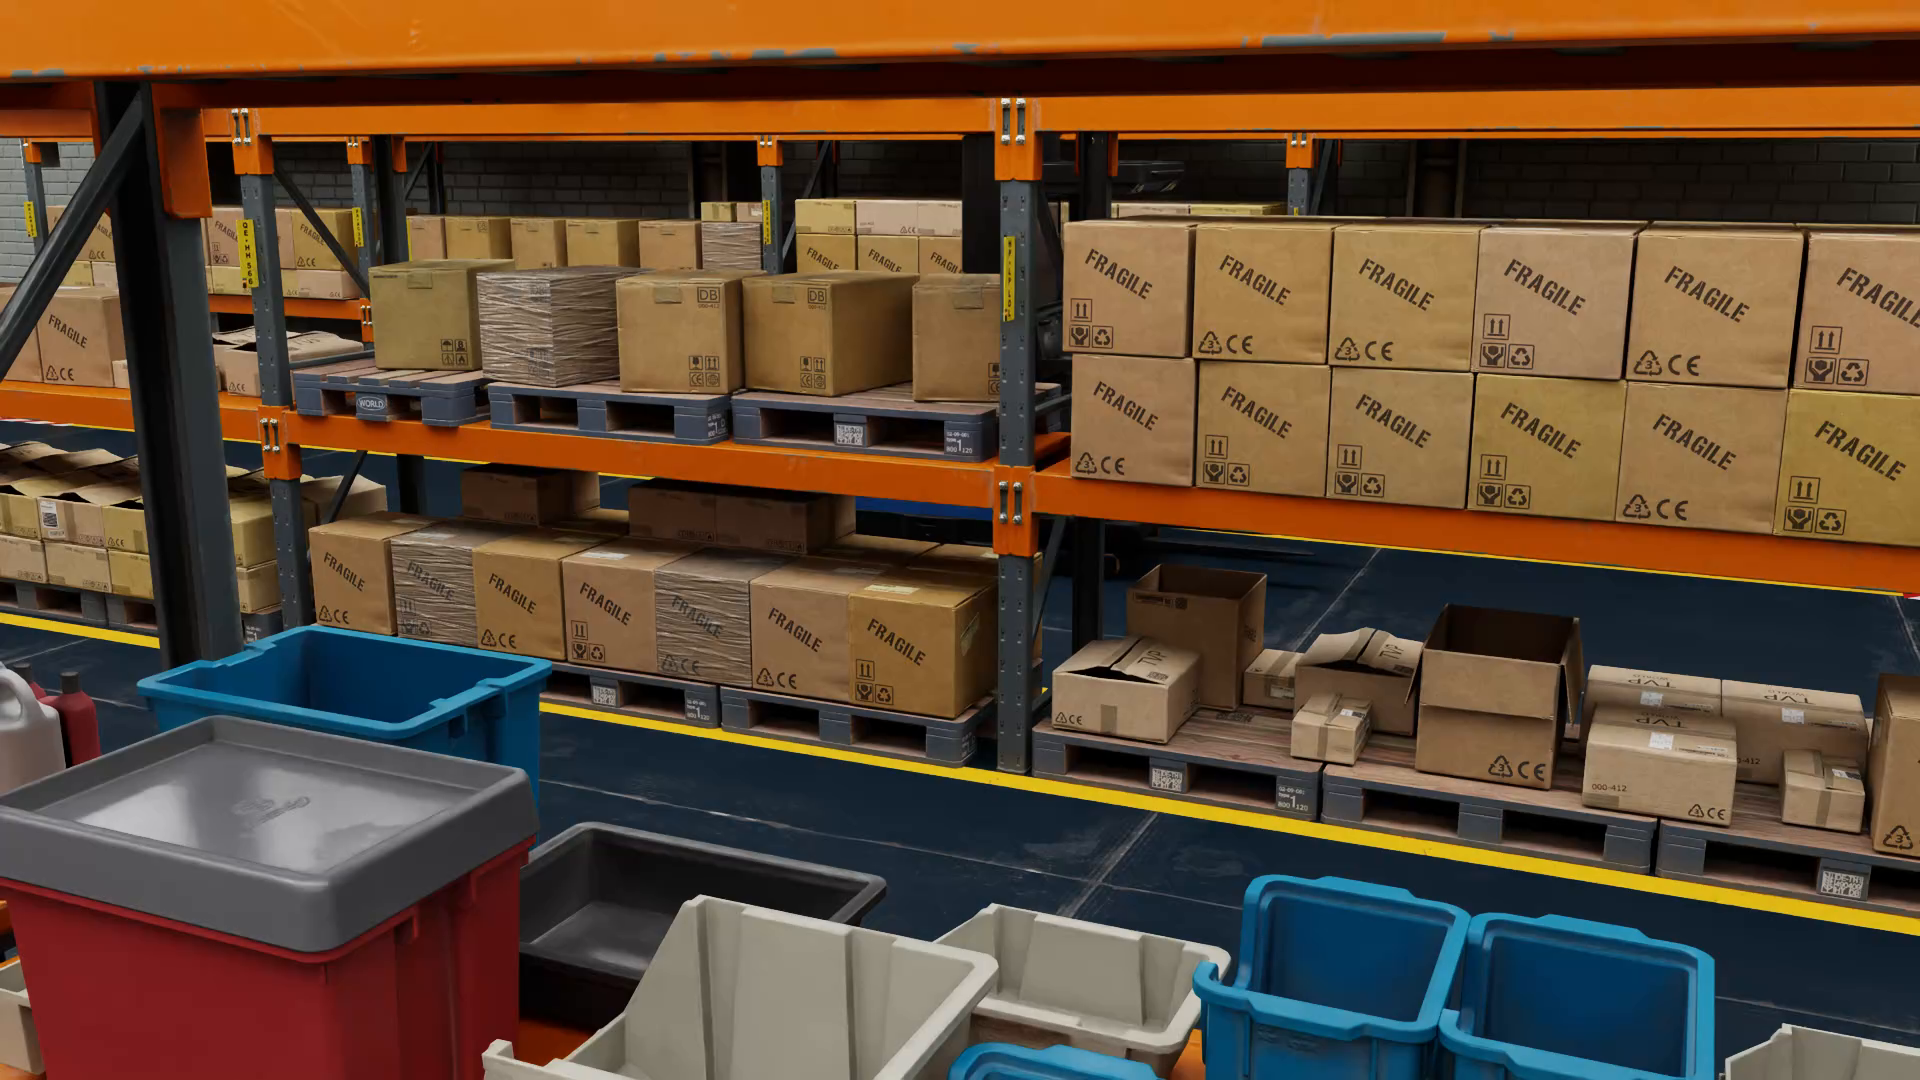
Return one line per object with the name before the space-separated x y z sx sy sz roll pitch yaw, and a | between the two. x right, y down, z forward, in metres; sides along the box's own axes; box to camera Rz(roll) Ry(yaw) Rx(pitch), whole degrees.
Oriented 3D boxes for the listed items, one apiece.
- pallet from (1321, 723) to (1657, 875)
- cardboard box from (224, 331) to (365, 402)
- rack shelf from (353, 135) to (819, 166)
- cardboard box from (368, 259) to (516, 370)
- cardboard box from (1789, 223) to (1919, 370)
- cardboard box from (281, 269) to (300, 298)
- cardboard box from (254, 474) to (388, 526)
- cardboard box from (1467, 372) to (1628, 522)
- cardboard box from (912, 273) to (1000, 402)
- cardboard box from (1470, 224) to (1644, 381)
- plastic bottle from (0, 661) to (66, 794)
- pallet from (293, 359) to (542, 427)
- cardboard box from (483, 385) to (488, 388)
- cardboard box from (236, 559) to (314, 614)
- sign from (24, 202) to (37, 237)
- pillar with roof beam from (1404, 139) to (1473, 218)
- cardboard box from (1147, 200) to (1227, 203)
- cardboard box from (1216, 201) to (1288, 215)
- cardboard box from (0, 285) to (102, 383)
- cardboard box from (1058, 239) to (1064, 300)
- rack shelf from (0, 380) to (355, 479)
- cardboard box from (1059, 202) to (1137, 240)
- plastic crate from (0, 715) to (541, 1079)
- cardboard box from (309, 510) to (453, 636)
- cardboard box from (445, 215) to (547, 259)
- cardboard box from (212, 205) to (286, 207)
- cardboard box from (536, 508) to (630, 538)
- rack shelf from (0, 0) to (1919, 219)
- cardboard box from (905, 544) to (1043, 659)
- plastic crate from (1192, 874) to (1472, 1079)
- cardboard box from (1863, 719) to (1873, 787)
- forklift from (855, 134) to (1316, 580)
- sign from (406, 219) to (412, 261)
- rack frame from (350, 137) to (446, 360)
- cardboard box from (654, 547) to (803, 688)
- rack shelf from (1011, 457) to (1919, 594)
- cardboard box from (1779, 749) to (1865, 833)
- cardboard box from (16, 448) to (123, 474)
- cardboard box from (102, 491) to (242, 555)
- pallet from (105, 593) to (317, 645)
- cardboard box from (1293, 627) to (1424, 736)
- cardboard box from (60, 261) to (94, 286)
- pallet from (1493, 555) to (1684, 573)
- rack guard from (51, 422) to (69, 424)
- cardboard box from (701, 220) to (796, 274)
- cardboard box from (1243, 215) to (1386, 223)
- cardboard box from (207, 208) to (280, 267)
pallet | 2.161 0.959 6.705 1.213 0.211 1.003 6 14 23
cardboard box | -3.558 -0.944 8.907 0.500 0.311 0.500 7 15 27
rack shelf | -3.068 -3.275 13.654 4.000 0.370 1.077 6 14 23
cardboard box | -2.621 -1.163 8.508 0.500 0.500 0.700 1 13 4
cardboard box | 3.292 -0.883 6.044 0.500 0.500 0.500 6 14 24
cardboard box | -5.905 -2.315 14.839 0.500 0.250 0.500 6 14 23
cardboard box | -3.603 -0.193 9.385 0.500 0.311 0.500 6 15 25
cardboard box | 2.162 -0.379 6.085 0.500 0.500 0.500 6 14 22
cardboard box | 0.072 -0.918 7.464 0.500 0.500 0.700 1 13 4
cardboard box | 2.146 -0.865 5.967 0.500 0.500 0.500 6 15 25
plastic bottle | -1.823 0.380 3.179 0.185 0.351 0.144 6 14 23
pallet | -2.595 -0.803 8.532 1.003 0.211 1.213 6 14 23
cardboard box | -3.724 -1.245 14.504 0.500 0.500 0.700 5 14 22
cardboard box | -3.823 0.192 8.971 0.500 0.250 0.500 6 15 25
sign | -8.774 -3.028 15.699 0.005 0.325 0.100 6 14 23
pillar with roof beam | 1.664 -3.747 7.525 0.400 9.000 9.100 6 14 23
cardboard box | 1.621 -2.322 12.029 0.500 0.250 0.500 6 14 24
cardboard box | 2.102 -2.275 11.828 0.500 0.250 0.500 6 15 25
cardboard box | -5.265 -1.194 9.558 0.500 0.500 0.500 6 14 23
cardboard box | 0.967 -1.896 11.857 0.500 0.500 0.500 6 14 23
rack shelf | -5.071 -0.780 9.586 4.000 0.370 1.077 6 14 23
cardboard box | 0.957 -2.264 11.783 0.500 0.250 0.500 6 15 24
plastic crate | -0.880 0.534 2.141 0.583 0.464 0.402 6 14 23
cardboard box | -2.942 0.160 8.516 0.500 0.500 0.500 6 15 26
cardboard box | -3.937 -2.505 14.184 0.500 0.500 0.700 7 15 29
cardboard box | -6.646 -2.880 15.607 0.500 0.500 0.500 6 14 24
cardboard box | -1.820 0.143 8.586 0.500 0.500 0.500 5 14 21
rack shelf | 0.233 -0.465 1.681 4.000 0.370 1.077 6 14 23
cardboard box | 0.071 0.332 7.781 0.500 0.500 0.500 5 14 21
plastic crate | 0.491 0.641 2.193 0.300 0.233 0.416 6 14 23
cardboard box | 3.599 0.827 6.403 0.250 0.166 0.380 6 14 23
forklift | 0.816 -1.318 10.456 3.031 2.935 1.130 5 14 20
sign | -3.032 -1.584 9.079 0.005 0.325 0.100 6 14 23
rack frame | -4.897 -2.350 14.703 0.127 3.000 1.000 6 14 23
cardboard box | -1.060 0.348 7.713 0.500 0.500 0.500 6 14 24
rack shelf | 2.243 -0.039 6.431 4.000 0.370 1.077 6 14 23
cardboard box | 3.141 0.906 6.069 0.250 0.166 0.380 6 14 23
cardboard box | -5.480 -0.383 10.191 0.500 0.311 0.500 6 14 23
cardboard box | -4.299 -0.127 9.104 0.500 0.311 0.500 6 14 22
pallet | -3.980 0.328 9.393 1.213 0.211 1.003 6 14 23
cardboard box | 1.736 0.583 7.127 0.500 0.311 0.500 6 14 23
cardboard box | -8.237 -2.545 15.820 0.500 0.250 0.500 5 14 22
pallet | 4.200 -0.053 11.018 1.213 0.211 1.003 6 14 23
rack guard | -8.485 -1.496 16.536 0.348 0.500 1.175 6 14 23
cardboard box | -1.673 -2.284 13.241 0.500 0.500 0.700 4 14 17
cardboard box | 1.451 -1.071 6.843 0.500 0.500 0.500 5 14 22
cardboard box | -6.369 -2.725 14.943 0.500 0.500 0.500 5 14 22
